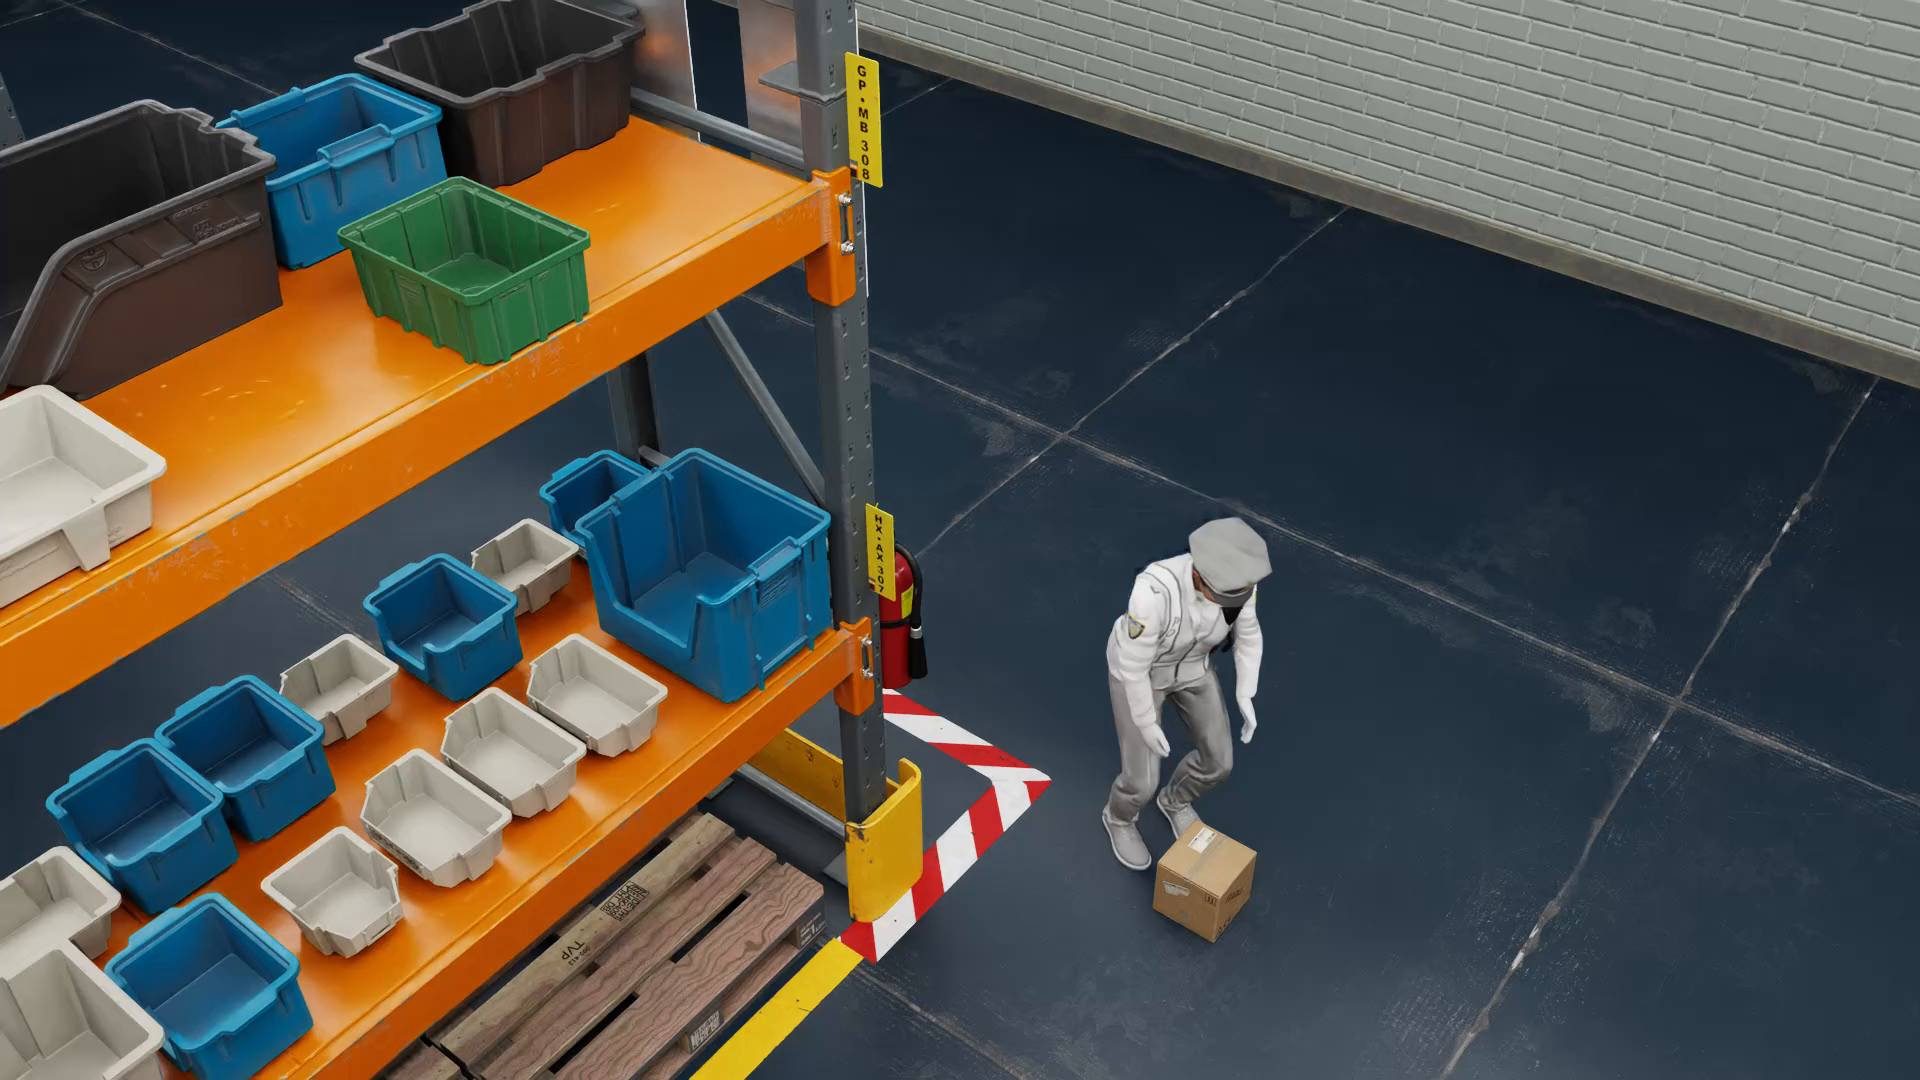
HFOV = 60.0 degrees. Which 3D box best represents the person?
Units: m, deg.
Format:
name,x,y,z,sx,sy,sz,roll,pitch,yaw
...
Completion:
name,x,y,z,sx,sy,sz,roll,pitch,yaw
person,0.762,0.507,5.638,0.523,1.542,0.564,-14,41,-16
